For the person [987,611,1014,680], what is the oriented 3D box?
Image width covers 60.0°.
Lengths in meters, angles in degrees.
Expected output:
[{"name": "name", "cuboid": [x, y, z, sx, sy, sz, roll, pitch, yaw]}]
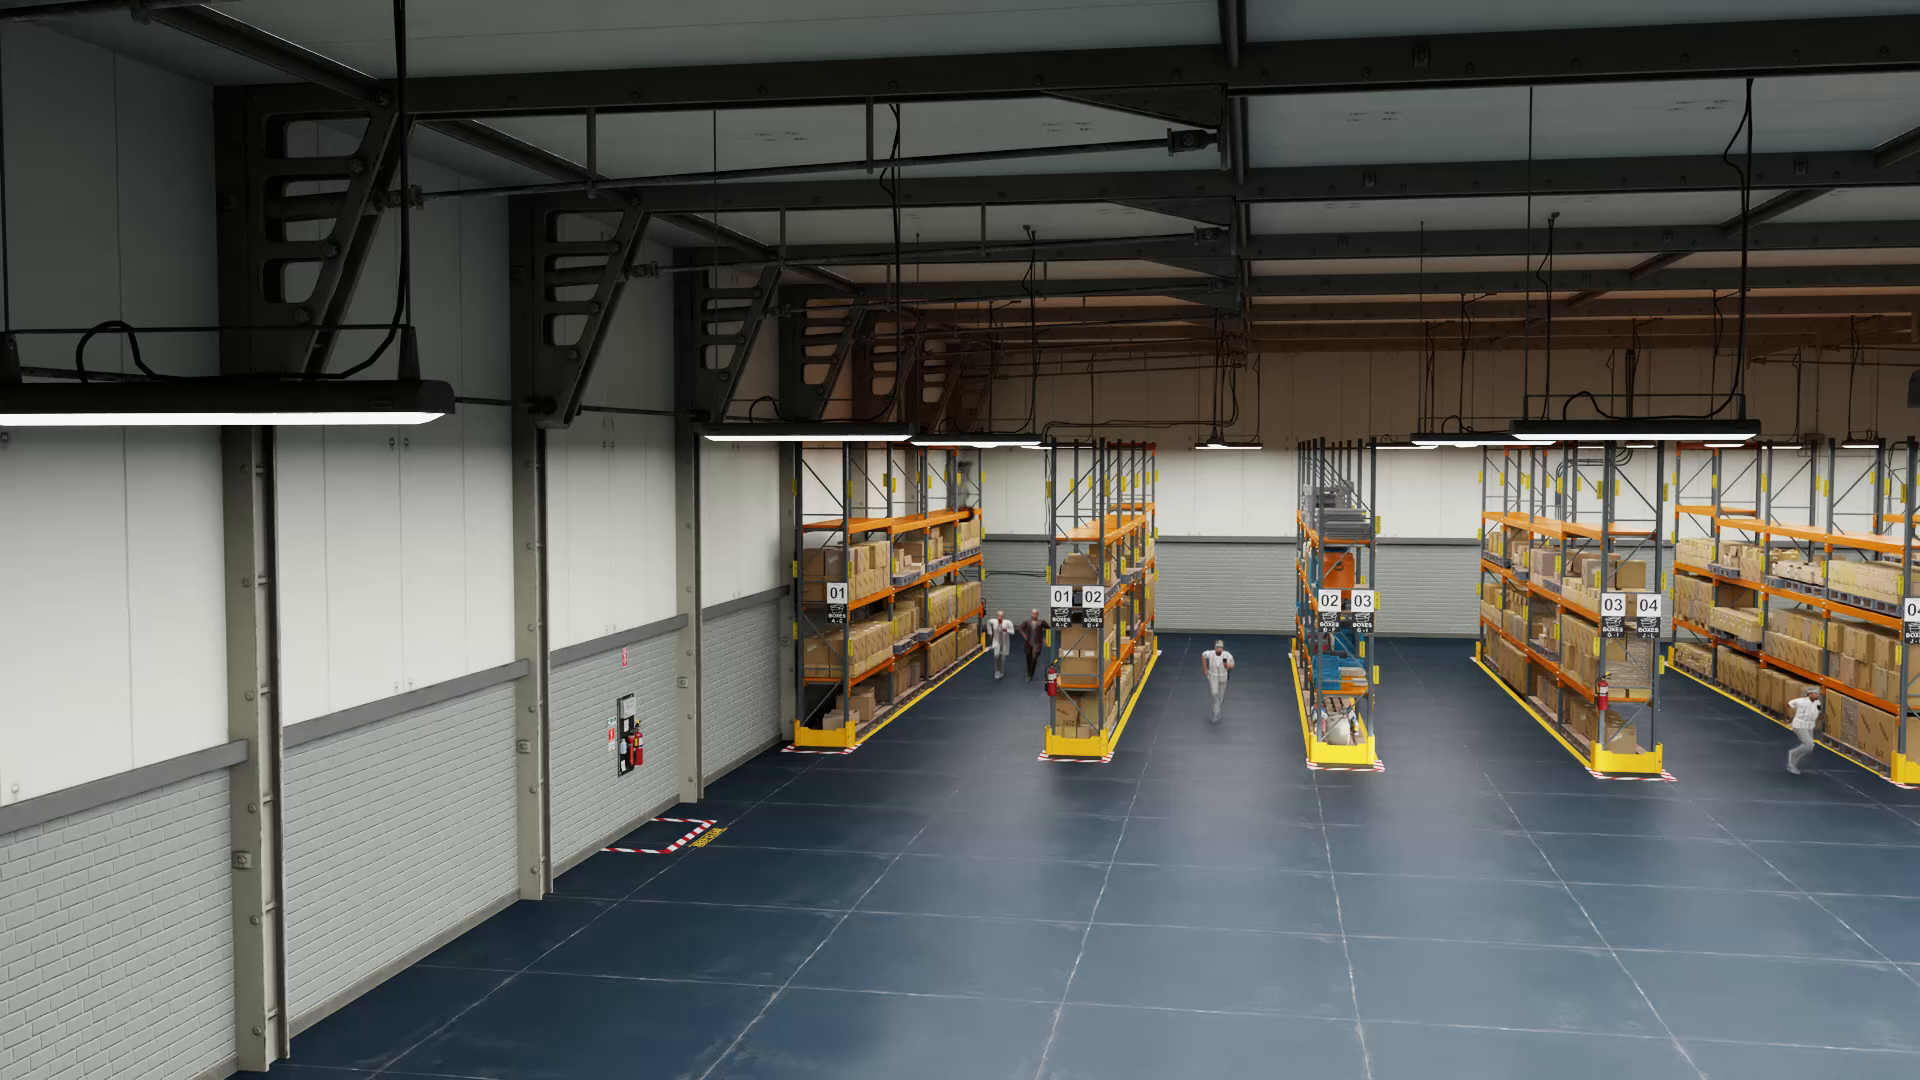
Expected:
[{"name": "person", "cuboid": [1.015, 2.639, 41.799, 0.691, 1.737, 0.989, 0, 3, 0]}]

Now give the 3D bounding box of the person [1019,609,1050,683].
[{"name": "person", "cuboid": [1.833, 2.679, 41.600, 0.749, 1.705, 1.011, 1, 3, 16]}]

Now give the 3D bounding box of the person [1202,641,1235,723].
[{"name": "person", "cuboid": [5.498, 2.995, 35.430, 0.650, 1.781, 0.947, 0, 3, -1]}]

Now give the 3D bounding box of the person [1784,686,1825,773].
[{"name": "person", "cuboid": [15.001, 3.358, 29.489, 0.562, 1.610, 0.725, -1, 3, -23]}]

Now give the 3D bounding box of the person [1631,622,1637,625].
[{"name": "person", "cuboid": [17.798, 2.487, 44.316, 0.717, 1.734, 0.993, 2, 4, 39]}]
